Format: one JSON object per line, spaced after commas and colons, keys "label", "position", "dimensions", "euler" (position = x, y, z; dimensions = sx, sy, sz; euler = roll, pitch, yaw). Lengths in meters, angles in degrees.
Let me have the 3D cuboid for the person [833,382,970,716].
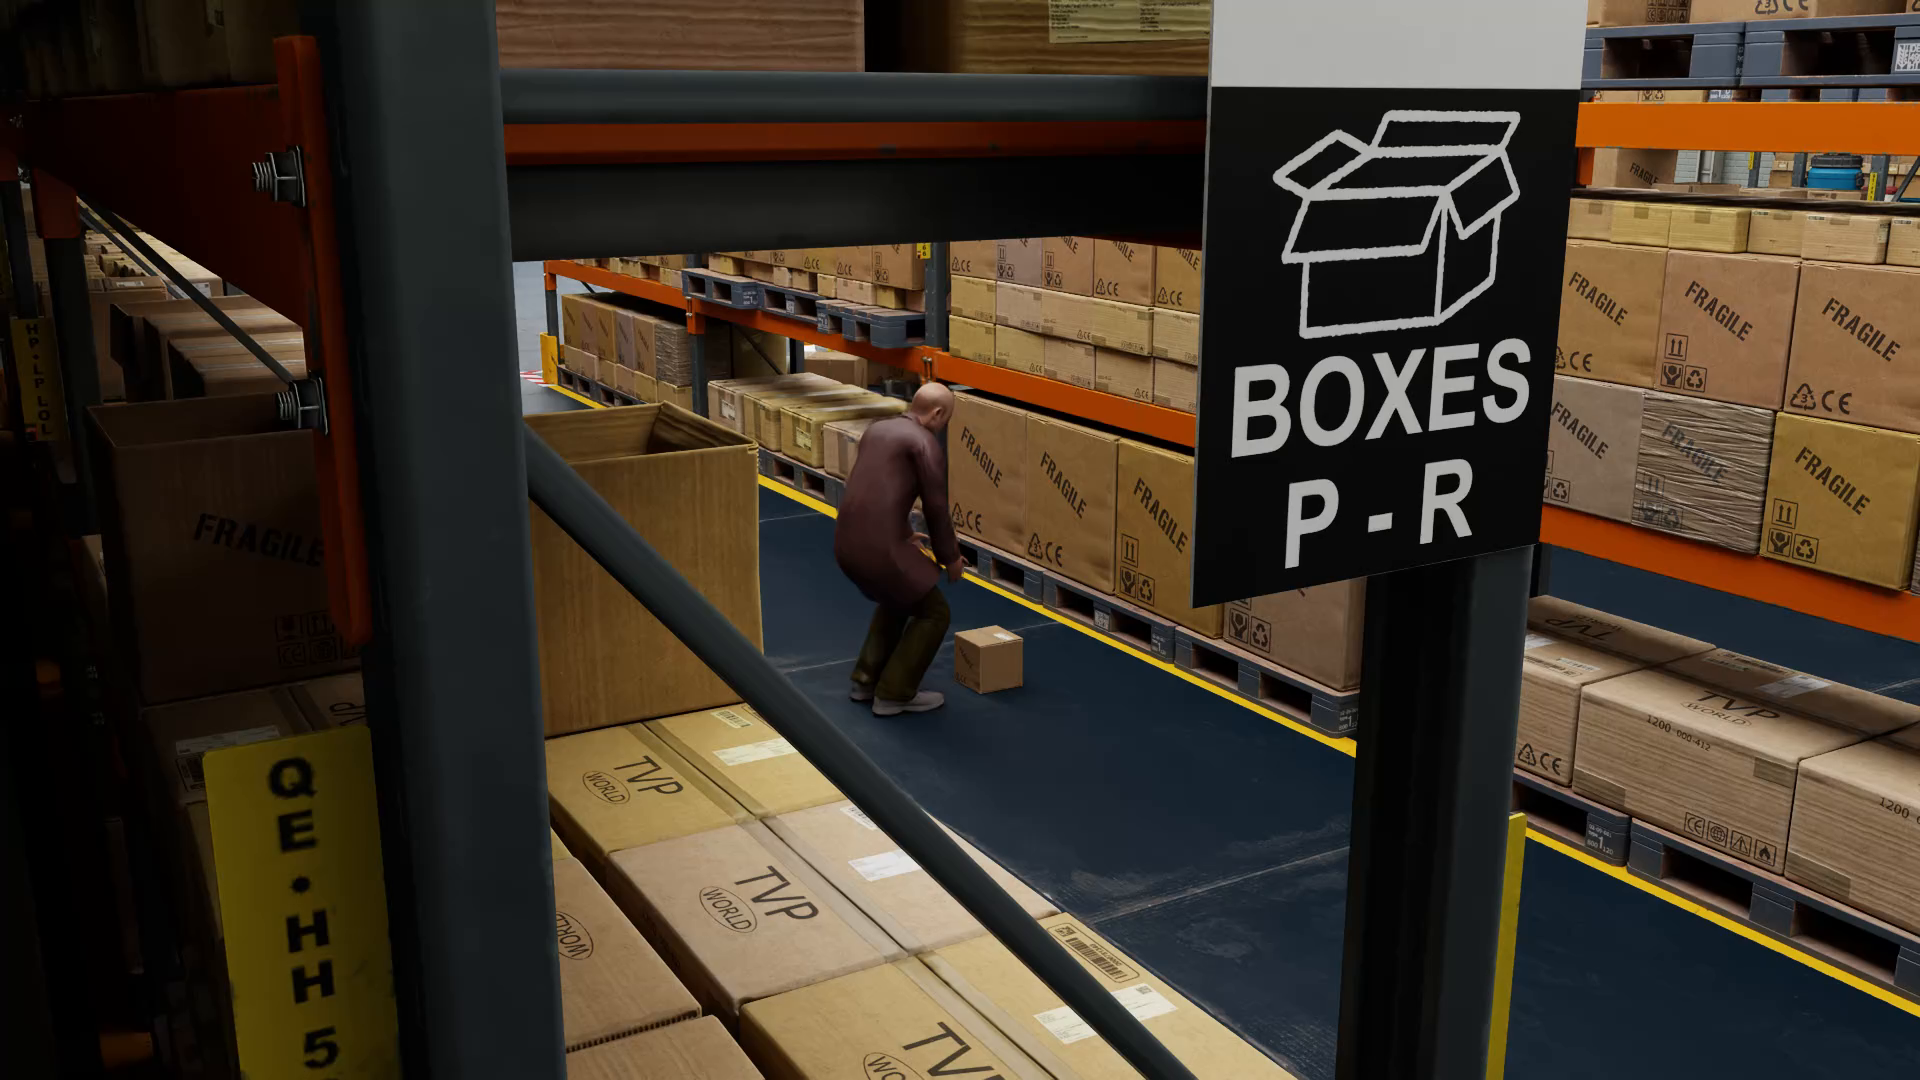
{"label": "person", "position": [-0.303, 0.031, 7.898], "dimensions": [0.636, 1.538, 0.627], "euler": [-8, 17, -29]}
